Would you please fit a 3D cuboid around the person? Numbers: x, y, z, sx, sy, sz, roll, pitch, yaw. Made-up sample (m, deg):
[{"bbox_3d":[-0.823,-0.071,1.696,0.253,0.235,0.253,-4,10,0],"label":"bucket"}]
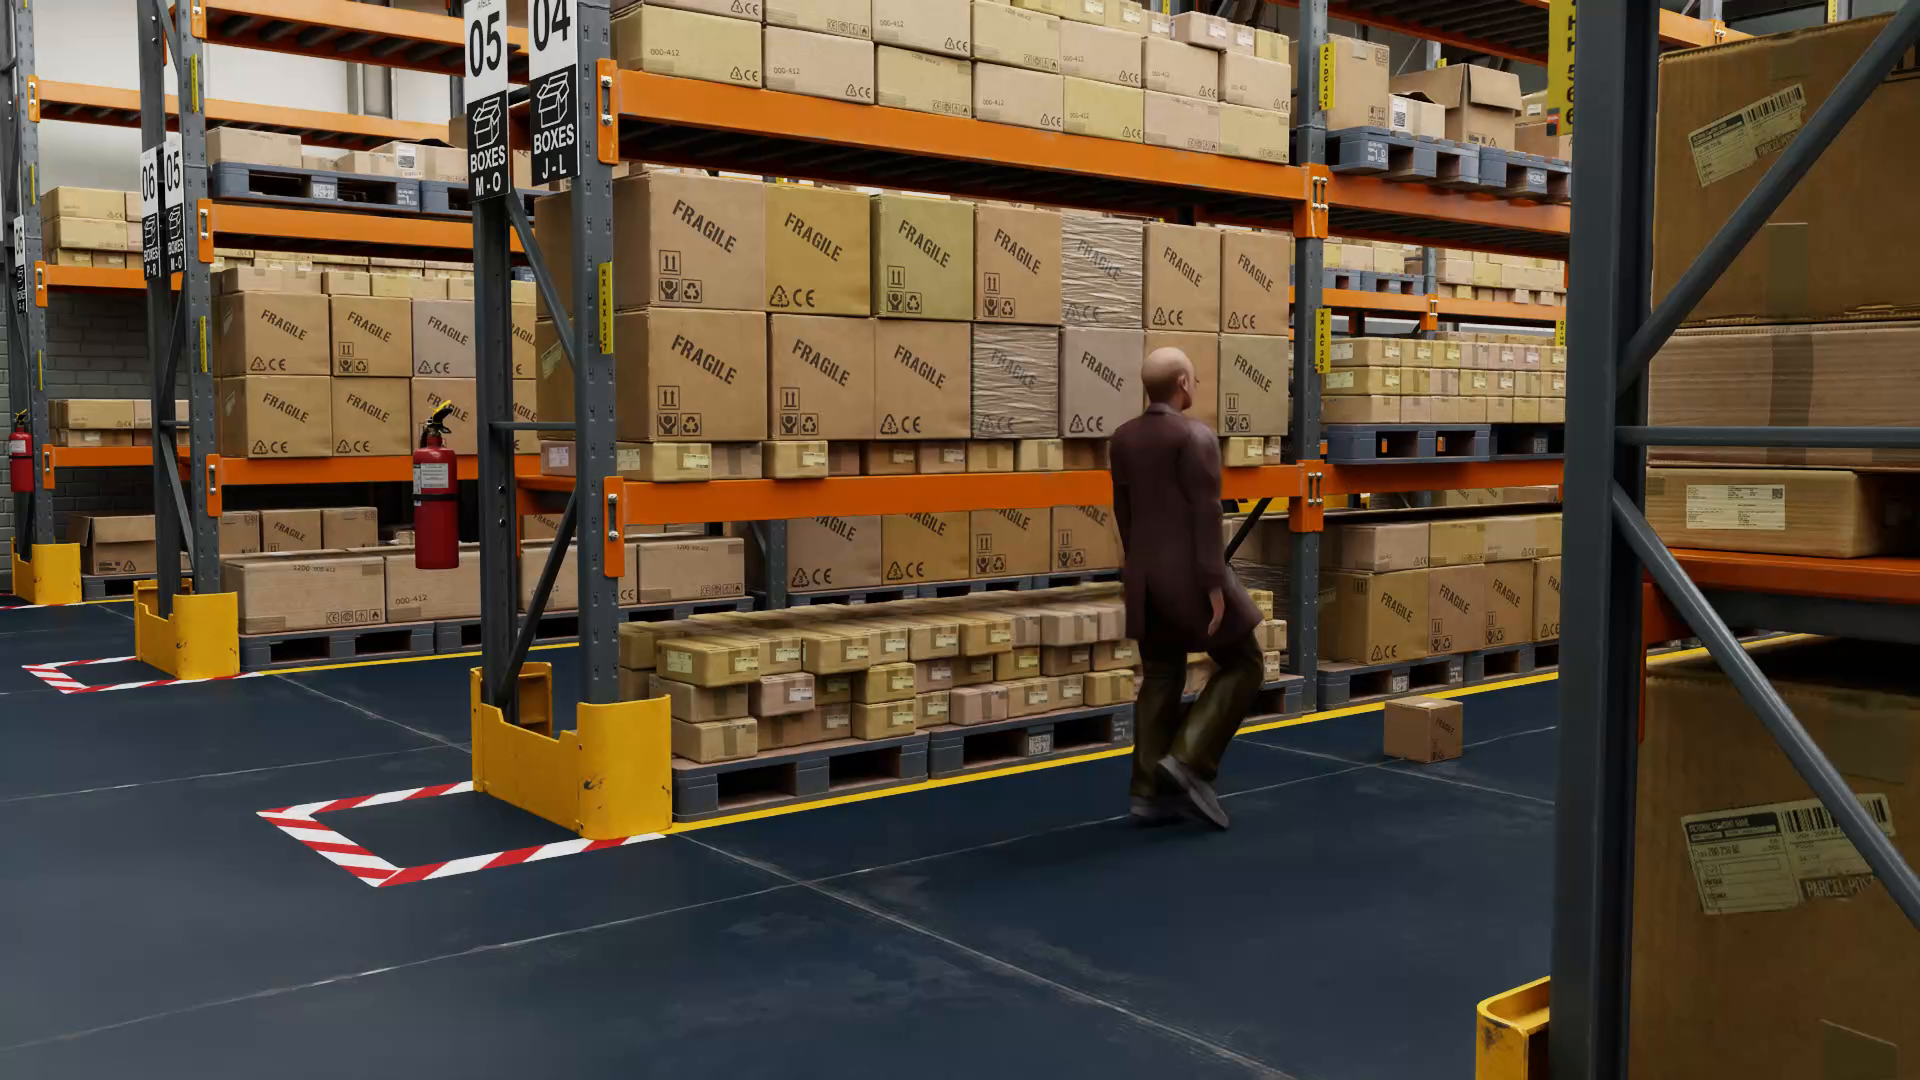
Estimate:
[{"bbox_3d":[0.855,0.275,6.320,0.479,1.605,0.610,-3,5,-38],"label":"person"}]
